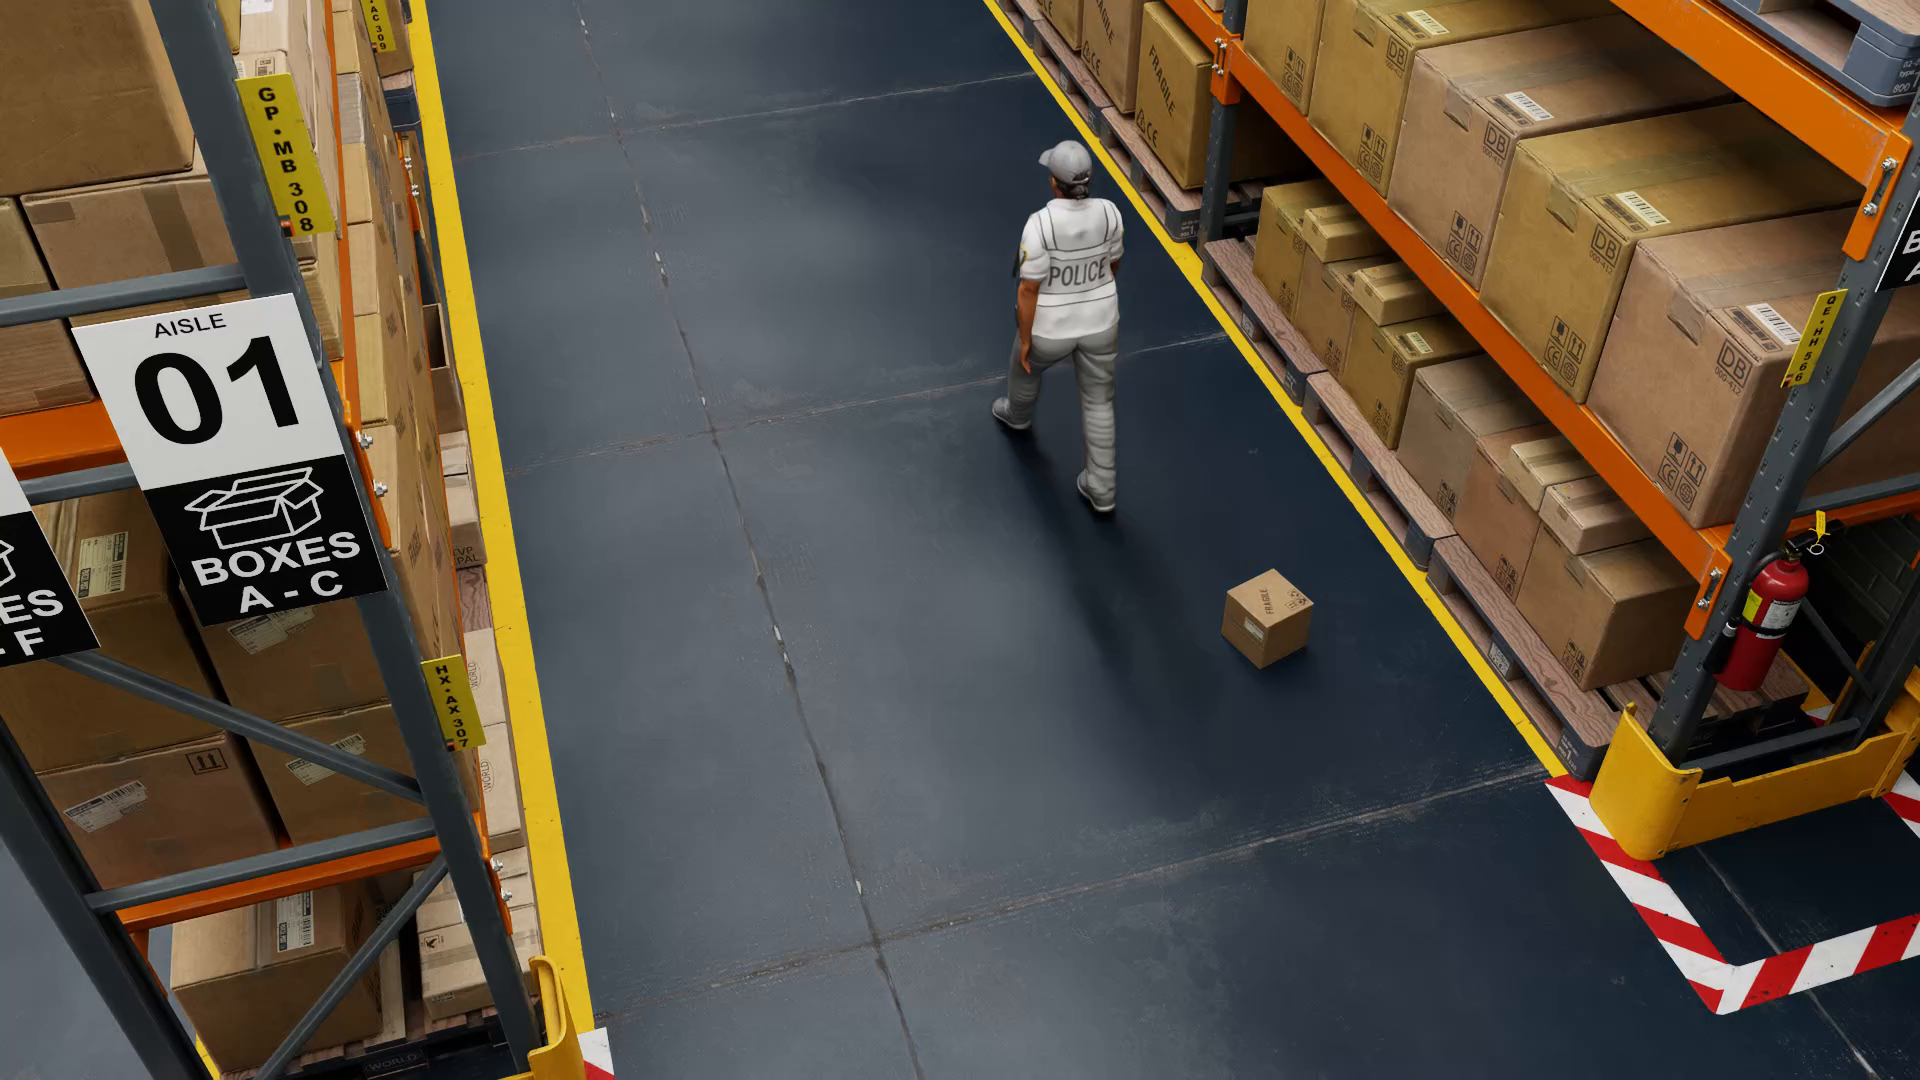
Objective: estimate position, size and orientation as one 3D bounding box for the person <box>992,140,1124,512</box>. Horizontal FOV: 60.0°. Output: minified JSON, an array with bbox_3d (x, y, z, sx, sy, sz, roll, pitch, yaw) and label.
[{"bbox_3d":[0.457,-0.977,7.232,0.501,1.635,0.967,-10,43,-10],"label":"person"}]
